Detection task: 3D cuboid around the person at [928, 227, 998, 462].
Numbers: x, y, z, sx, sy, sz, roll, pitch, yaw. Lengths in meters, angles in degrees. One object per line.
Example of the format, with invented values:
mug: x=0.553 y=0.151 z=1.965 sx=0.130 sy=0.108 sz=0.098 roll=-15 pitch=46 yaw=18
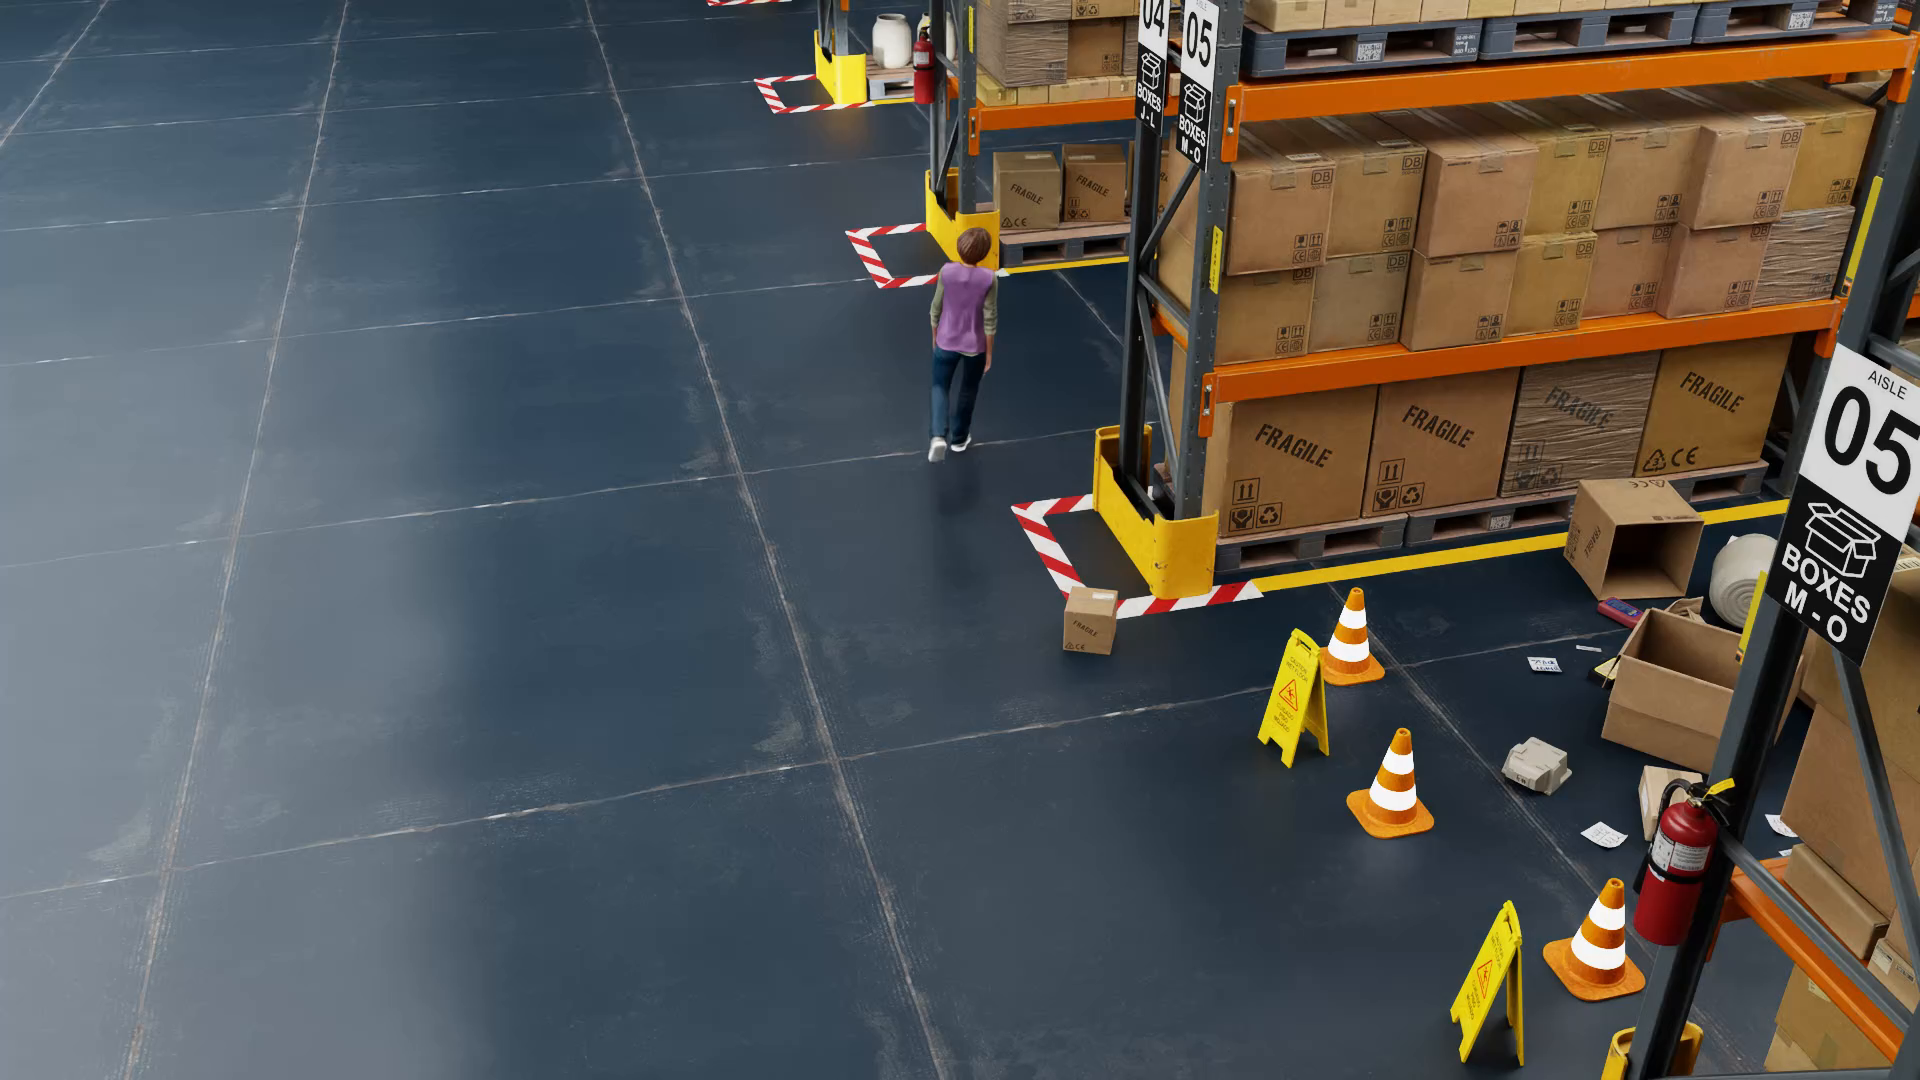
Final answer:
person: x=0.020 y=-1.178 z=10.225 sx=0.425 sy=1.564 sz=0.725 roll=4 pitch=31 yaw=6
